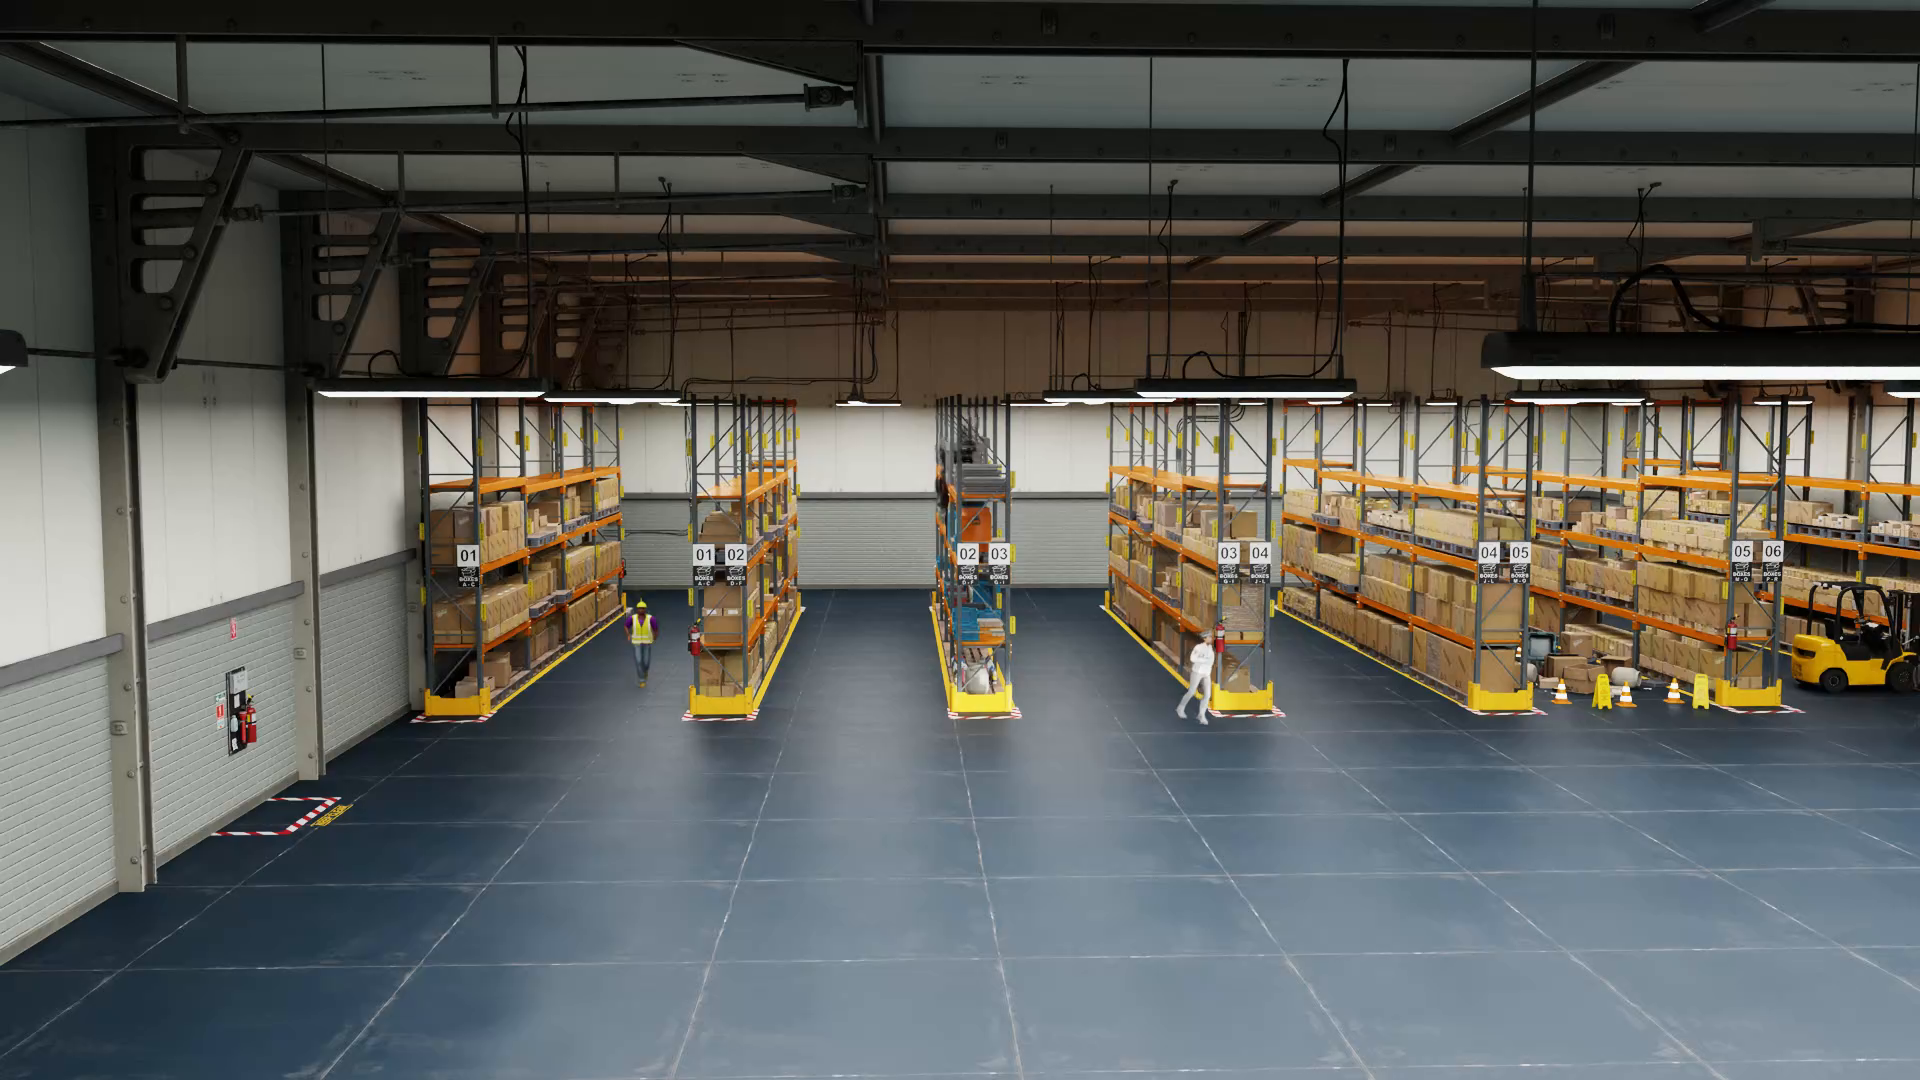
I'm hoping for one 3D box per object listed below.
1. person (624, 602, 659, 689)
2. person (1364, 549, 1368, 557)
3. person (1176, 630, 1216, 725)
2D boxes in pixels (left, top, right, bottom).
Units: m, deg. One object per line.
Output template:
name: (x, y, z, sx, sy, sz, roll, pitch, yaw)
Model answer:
person: (-6.587, 2.151, 34.428, 0.700, 1.759, 0.881, -1, 5, -13)
person: (11.478, 1.117, 47.445, 0.688, 1.727, 0.689, 0, 4, -2)
person: (4.449, 2.484, 30.567, 0.625, 1.694, 0.811, -3, 5, -32)
